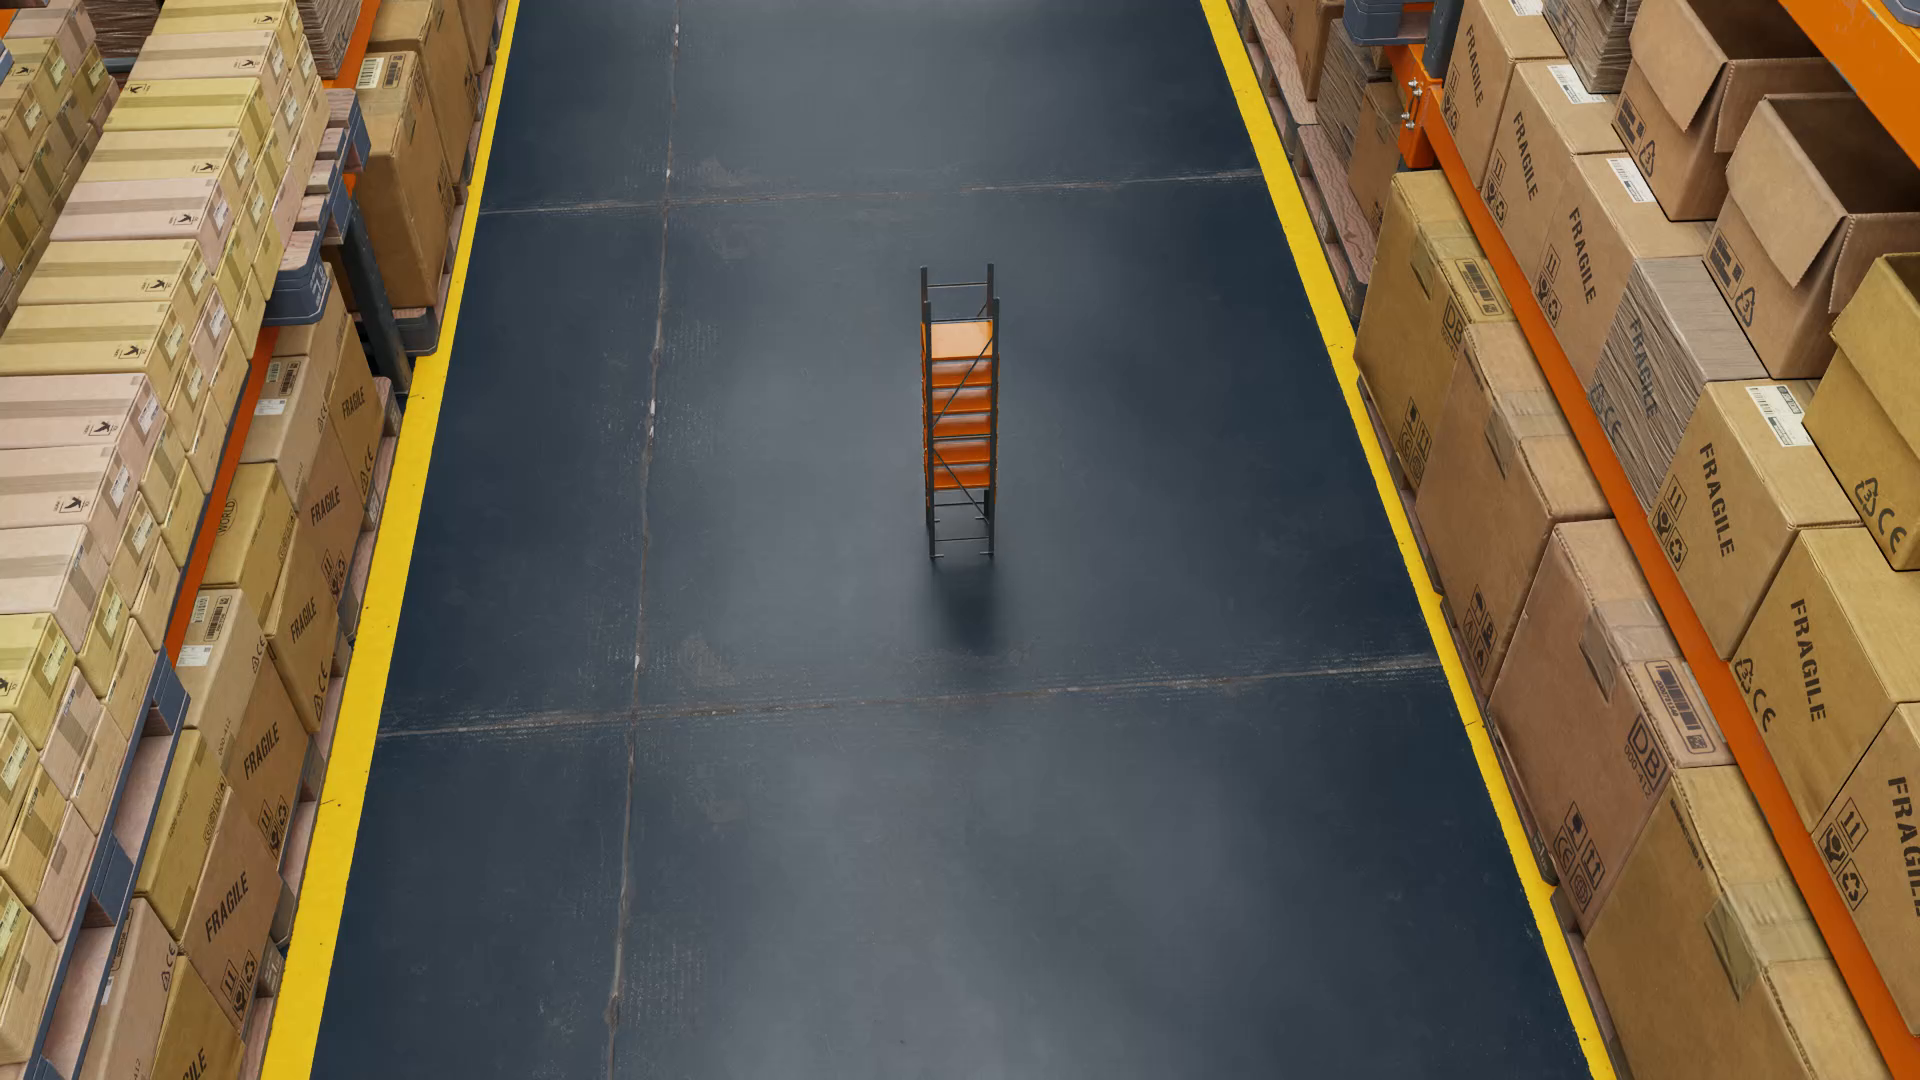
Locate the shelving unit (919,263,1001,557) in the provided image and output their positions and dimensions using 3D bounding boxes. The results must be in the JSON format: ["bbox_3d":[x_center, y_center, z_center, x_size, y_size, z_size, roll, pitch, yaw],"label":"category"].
[{"bbox_3d":[-0.001,-0.423,5.824,0.258,1.200,0.189,-3,47,-3],"label":"shelving unit"}]

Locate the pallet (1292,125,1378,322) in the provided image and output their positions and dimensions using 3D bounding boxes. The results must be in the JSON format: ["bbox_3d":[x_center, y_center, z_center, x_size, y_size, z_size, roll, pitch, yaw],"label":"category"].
[{"bbox_3d":[2.127,-1.470,7.497,1.003,0.211,1.213,-3,47,-3],"label":"pallet"}]

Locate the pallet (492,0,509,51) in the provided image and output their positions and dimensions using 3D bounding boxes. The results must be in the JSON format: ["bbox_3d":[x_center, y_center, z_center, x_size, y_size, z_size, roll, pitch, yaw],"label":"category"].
[{"bbox_3d":[-2.955,-3.017,8.962,1.003,0.211,1.213,-3,47,-3],"label":"pallet"}]

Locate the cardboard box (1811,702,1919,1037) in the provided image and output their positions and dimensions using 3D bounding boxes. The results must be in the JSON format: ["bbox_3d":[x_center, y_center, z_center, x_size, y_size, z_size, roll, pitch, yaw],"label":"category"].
[{"bbox_3d":[2.215,0.674,3.476,0.500,0.500,0.500,-3,47,-3],"label":"cardboard box"}]

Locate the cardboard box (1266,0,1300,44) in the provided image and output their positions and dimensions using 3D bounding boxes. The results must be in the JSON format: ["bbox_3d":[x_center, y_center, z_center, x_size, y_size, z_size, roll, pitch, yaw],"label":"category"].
[{"bbox_3d":[1.955,-2.853,8.304,0.700,0.500,0.500,-7,47,-7],"label":"cardboard box"}]

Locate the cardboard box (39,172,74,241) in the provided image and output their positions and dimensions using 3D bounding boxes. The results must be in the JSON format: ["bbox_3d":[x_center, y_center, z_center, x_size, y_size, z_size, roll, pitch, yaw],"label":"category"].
[{"bbox_3d":[-2.878,-0.968,4.984,0.380,0.149,0.250,-1,47,-1],"label":"cardboard box"}]

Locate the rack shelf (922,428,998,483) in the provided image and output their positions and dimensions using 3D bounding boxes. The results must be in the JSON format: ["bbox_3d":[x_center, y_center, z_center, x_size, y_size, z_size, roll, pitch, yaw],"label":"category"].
[{"bbox_3d":[-0.001,-0.310,5.944,0.258,0.103,0.180,-3,47,-3],"label":"rack shelf"}]

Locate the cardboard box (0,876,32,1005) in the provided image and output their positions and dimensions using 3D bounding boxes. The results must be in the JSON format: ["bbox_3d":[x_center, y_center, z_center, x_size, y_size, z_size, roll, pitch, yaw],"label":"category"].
[{"bbox_3d":[-1.999,0.786,3.119,0.380,0.149,0.250,-3,47,-3],"label":"cardboard box"}]

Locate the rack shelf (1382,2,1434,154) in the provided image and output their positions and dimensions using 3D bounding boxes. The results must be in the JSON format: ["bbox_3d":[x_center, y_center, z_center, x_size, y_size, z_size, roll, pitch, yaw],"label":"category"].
[{"bbox_3d":[2.024,-3.063,7.581,1.077,0.370,4.000,-3,47,-3],"label":"rack shelf"}]

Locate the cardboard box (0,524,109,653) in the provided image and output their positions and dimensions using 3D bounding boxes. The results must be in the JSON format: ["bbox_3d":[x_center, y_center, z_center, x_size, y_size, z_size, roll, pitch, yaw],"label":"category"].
[{"bbox_3d":[-2.066,0.116,3.549,0.380,0.149,0.250,-4,47,-4],"label":"cardboard box"}]

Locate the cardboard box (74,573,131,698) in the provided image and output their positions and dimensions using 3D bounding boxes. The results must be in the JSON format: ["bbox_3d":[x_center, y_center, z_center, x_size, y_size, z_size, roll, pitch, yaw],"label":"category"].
[{"bbox_3d":[-2.067,0.223,3.651,0.380,0.149,0.250,-5,47,-5],"label":"cardboard box"}]

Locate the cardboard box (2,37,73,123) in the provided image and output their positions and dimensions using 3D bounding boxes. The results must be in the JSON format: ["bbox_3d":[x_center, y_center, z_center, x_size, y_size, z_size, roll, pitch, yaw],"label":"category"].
[{"bbox_3d":[-2.889,-1.357,4.944,0.380,0.149,0.250,-5,47,-4],"label":"cardboard box"}]

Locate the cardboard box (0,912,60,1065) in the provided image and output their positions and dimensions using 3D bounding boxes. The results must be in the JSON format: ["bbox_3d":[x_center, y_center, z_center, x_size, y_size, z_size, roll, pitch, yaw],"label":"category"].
[{"bbox_3d":[-1.999,0.888,3.227,0.380,0.149,0.250,-6,47,-5],"label":"cardboard box"}]

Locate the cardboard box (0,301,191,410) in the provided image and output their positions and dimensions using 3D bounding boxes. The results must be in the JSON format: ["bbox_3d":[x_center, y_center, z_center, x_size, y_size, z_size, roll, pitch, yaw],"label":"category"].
[{"bbox_3d":[-2.135,-0.447,4.081,0.380,0.149,0.250,-2,47,-2],"label":"cardboard box"}]

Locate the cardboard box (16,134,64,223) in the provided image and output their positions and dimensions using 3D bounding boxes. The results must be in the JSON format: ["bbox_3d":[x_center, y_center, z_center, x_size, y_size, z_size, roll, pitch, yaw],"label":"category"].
[{"bbox_3d":[-2.869,-1.045,4.852,0.380,0.149,0.250,-5,47,-5],"label":"cardboard box"}]

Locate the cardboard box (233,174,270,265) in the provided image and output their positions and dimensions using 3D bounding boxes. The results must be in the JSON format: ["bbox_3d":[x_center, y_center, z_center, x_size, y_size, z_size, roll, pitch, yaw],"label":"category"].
[{"bbox_3d":[-2.195,-0.901,4.717,0.380,0.149,0.250,-3,47,-3],"label":"cardboard box"}]

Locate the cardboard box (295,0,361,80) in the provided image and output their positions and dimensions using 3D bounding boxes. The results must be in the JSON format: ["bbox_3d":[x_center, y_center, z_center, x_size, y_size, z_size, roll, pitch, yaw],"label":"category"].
[{"bbox_3d":[-2.528,-2.011,6.020,0.500,0.500,0.500,-3,47,-3],"label":"cardboard box"}]

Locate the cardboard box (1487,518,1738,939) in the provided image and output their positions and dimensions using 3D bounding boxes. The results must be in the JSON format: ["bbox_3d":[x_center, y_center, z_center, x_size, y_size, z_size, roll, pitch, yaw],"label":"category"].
[{"bbox_3d":[2.377,0.508,4.877,1.225,0.875,0.875,-5,47,-5],"label":"cardboard box"}]

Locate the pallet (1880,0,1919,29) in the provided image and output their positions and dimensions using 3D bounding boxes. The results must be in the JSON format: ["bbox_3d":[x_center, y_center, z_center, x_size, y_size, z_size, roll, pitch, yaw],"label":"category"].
[{"bbox_3d":[2.395,-1.558,3.724,1.003,0.211,1.213,-2,47,-1],"label":"pallet"}]

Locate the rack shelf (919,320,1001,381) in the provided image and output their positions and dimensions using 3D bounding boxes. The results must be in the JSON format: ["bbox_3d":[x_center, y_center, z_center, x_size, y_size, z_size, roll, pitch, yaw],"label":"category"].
[{"bbox_3d":[-0.001,-0.640,5.595,0.258,0.103,0.180,-3,47,-3],"label":"rack shelf"}]

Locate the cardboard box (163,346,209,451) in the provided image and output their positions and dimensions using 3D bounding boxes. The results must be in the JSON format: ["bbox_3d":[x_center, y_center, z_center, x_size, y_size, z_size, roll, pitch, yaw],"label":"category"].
[{"bbox_3d":[-2.132,-0.346,4.190,0.380,0.149,0.250,-4,47,-4],"label":"cardboard box"}]

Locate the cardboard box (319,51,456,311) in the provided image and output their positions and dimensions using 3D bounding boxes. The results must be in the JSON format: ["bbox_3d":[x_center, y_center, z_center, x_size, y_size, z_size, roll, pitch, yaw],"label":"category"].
[{"bbox_3d":[-2.721,-1.452,6.819,1.050,0.750,0.750,-4,47,-4],"label":"cardboard box"}]

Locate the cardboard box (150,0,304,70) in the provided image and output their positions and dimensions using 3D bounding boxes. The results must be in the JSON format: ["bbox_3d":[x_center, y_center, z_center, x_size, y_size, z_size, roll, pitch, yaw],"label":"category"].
[{"bbox_3d":[-2.262,-1.571,5.146,0.380,0.149,0.250,-5,47,-5],"label":"cardboard box"}]

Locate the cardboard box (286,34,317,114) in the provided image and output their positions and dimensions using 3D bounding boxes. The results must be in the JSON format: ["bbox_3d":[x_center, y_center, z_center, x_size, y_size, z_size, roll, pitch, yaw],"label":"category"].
[{"bbox_3d":[-2.264,-1.466,5.251,0.380,0.149,0.250,-3,47,-2],"label":"cardboard box"}]

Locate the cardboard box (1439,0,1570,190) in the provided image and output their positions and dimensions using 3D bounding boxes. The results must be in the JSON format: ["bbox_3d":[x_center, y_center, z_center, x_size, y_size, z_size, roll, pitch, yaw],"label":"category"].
[{"bbox_3d":[1.961,-1.530,5.564,0.500,0.500,0.500,-2,47,-2],"label":"cardboard box"}]

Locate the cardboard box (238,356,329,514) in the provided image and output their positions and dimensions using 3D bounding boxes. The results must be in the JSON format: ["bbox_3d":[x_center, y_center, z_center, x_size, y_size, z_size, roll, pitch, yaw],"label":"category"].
[{"bbox_3d":[-2.388,-0.334,5.417,0.500,0.250,0.500,-3,47,-3],"label":"cardboard box"}]

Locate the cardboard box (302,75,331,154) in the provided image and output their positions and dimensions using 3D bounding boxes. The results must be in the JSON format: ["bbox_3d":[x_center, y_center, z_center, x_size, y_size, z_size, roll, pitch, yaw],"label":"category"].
[{"bbox_3d":[-2.260,-1.364,5.360,0.380,0.149,0.250,-3,47,-3],"label":"cardboard box"}]

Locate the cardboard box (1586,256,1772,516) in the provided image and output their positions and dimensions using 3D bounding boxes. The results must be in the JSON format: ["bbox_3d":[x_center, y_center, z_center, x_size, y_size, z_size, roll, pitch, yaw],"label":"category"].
[{"bbox_3d":[2.093,-0.424,4.517,0.500,0.500,0.500,-3,47,-3],"label":"cardboard box"}]

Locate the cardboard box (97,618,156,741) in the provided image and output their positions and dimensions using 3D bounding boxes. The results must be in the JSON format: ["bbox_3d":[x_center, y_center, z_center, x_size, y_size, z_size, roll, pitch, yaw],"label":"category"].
[{"bbox_3d":[-2.065,0.325,3.760,0.380,0.149,0.250,-3,47,-3],"label":"cardboard box"}]

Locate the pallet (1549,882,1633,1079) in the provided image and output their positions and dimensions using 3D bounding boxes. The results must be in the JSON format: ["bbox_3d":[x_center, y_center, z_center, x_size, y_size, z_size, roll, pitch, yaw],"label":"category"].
[{"bbox_3d":[2.387,1.436,4.745,1.003,0.211,1.213,-3,47,-3],"label":"pallet"}]

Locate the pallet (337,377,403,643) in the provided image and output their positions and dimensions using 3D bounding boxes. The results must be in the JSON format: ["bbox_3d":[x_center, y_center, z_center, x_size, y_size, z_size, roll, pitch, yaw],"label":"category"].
[{"bbox_3d":[-2.696,-0.111,6.210,1.003,0.211,1.213,-3,47,-3],"label":"pallet"}]

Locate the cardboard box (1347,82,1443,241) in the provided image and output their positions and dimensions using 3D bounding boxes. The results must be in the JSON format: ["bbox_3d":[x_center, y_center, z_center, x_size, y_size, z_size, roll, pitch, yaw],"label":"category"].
[{"bbox_3d":[2.115,-1.639,7.155,0.700,0.500,0.500,-6,47,-5],"label":"cardboard box"}]

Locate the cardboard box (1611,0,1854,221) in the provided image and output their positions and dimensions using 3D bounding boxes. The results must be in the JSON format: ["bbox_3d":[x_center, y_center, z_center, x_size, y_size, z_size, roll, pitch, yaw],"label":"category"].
[{"bbox_3d":[2.288,-1.241,4.600,0.797,0.503,0.637,-3,47,-2],"label":"cardboard box"}]

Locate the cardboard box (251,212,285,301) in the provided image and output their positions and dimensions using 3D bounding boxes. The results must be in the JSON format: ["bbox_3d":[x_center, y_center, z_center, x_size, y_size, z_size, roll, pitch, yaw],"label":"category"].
[{"bbox_3d":[-2.202,-0.818,4.842,0.380,0.149,0.250,-4,47,-4],"label":"cardboard box"}]

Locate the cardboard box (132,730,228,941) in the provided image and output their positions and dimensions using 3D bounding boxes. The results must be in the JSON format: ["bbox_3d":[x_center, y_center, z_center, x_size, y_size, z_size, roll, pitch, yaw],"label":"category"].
[{"bbox_3d":[-2.270,0.780,4.361,0.500,0.250,0.500,-2,47,-2],"label":"cardboard box"}]

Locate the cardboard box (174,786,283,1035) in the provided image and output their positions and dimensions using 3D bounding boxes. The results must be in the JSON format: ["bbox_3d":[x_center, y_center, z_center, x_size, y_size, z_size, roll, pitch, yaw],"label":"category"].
[{"bbox_3d":[-2.268,1.041,4.631,0.500,0.500,0.500,-2,47,-1],"label":"cardboard box"}]

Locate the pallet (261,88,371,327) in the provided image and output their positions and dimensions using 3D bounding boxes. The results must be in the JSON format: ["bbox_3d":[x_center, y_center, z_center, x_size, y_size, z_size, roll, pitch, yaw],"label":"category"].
[{"bbox_3d":[-2.594,-1.060,5.320,1.213,0.211,1.003,-3,47,-3],"label":"pallet"}]

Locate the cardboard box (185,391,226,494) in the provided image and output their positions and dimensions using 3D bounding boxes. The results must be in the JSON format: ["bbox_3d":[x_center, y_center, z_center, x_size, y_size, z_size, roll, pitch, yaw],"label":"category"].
[{"bbox_3d":[-2.132,-0.239,4.294,0.380,0.149,0.250,-5,47,-5],"label":"cardboard box"}]

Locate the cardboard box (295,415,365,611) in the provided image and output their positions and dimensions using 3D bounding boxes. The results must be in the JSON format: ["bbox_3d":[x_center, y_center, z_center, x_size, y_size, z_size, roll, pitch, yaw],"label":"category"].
[{"bbox_3d":[-2.404,-0.084,5.696,0.500,0.500,0.500,-2,47,-2],"label":"cardboard box"}]

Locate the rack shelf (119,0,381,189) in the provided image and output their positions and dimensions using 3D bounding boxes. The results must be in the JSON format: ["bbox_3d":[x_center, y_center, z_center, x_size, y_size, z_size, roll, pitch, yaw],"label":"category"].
[{"bbox_3d":[-2.927,-2.835,7.364,1.077,0.370,4.000,-3,47,-3],"label":"rack shelf"}]

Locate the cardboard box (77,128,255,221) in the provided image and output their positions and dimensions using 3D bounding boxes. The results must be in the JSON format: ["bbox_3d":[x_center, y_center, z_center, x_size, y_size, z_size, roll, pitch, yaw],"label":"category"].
[{"bbox_3d":[-2.195,-1.007,4.611,0.380,0.149,0.250,-2,47,-2],"label":"cardboard box"}]
